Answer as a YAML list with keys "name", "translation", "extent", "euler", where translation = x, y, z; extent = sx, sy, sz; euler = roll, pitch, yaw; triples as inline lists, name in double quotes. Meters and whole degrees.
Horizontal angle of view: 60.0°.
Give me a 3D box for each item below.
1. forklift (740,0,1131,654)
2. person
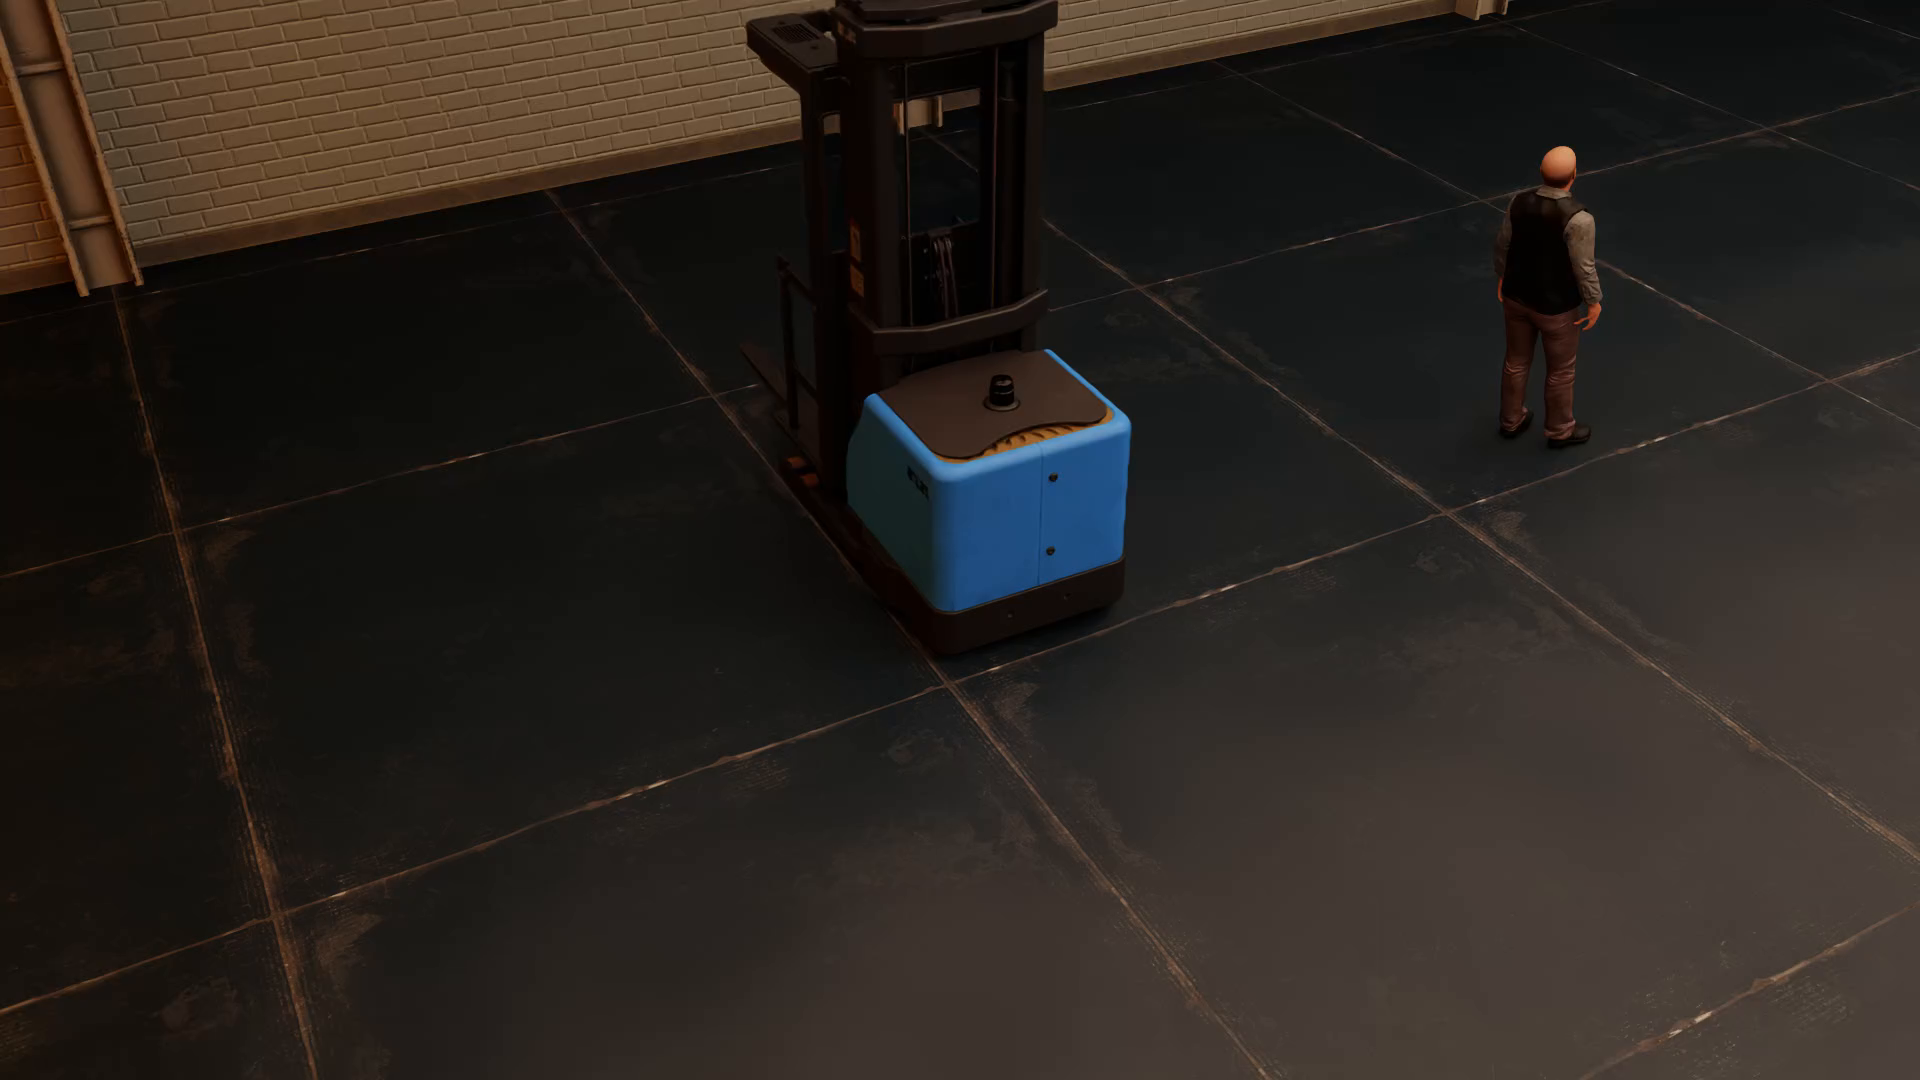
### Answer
- name: "forklift"
  translation: [-0.324, -1.497, 8.240]
  extent: [1.130, 2.935, 3.031]
  euler: [-17, 39, -22]
- name: "person"
  translation: [3.207, -1.327, 9.035]
  extent: [0.569, 1.720, 0.632]
  euler: [-26, 43, -32]
